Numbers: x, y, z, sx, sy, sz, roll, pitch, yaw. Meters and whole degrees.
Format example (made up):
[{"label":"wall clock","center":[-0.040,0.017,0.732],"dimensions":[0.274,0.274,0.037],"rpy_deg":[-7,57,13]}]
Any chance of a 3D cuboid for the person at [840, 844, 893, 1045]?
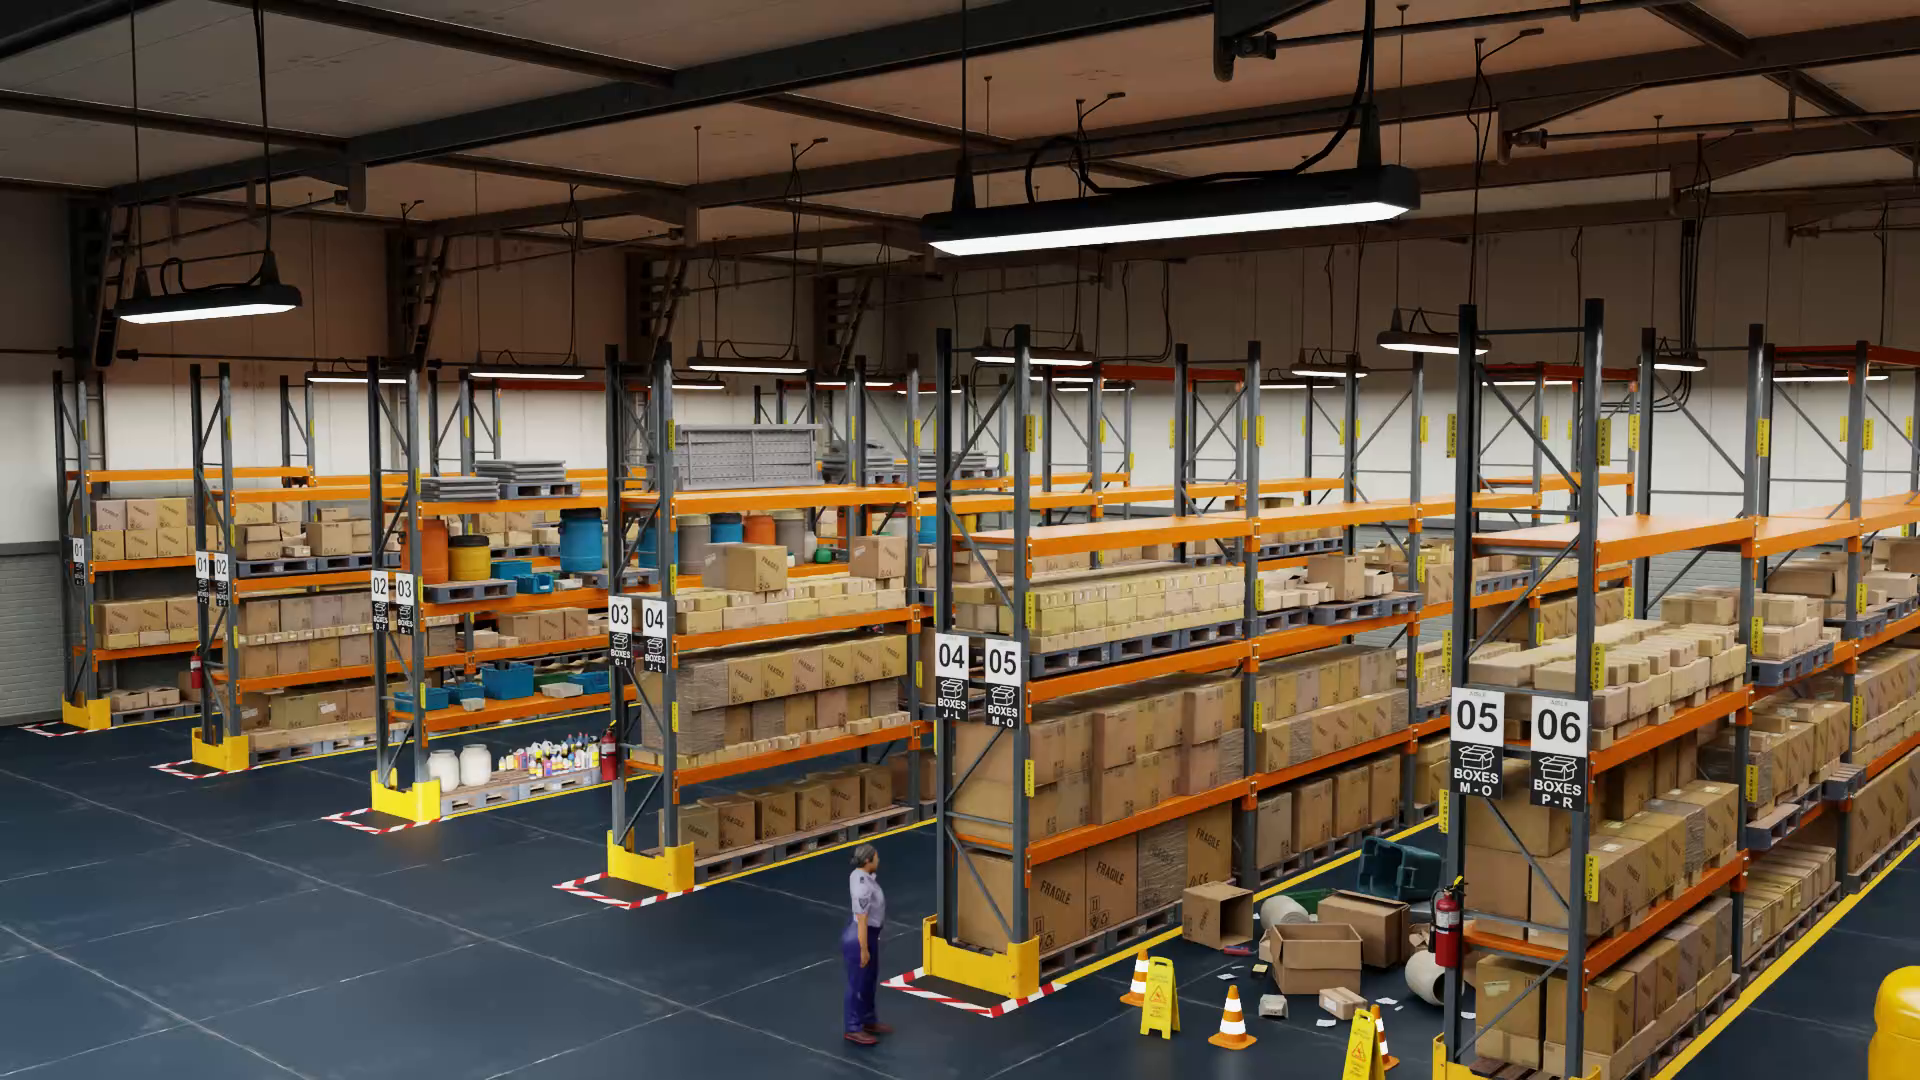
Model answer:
[{"label":"person","center":[-0.779,3.341,13.832],"dimensions":[0.421,1.661,0.494],"rpy_deg":[0,4,0]}]
